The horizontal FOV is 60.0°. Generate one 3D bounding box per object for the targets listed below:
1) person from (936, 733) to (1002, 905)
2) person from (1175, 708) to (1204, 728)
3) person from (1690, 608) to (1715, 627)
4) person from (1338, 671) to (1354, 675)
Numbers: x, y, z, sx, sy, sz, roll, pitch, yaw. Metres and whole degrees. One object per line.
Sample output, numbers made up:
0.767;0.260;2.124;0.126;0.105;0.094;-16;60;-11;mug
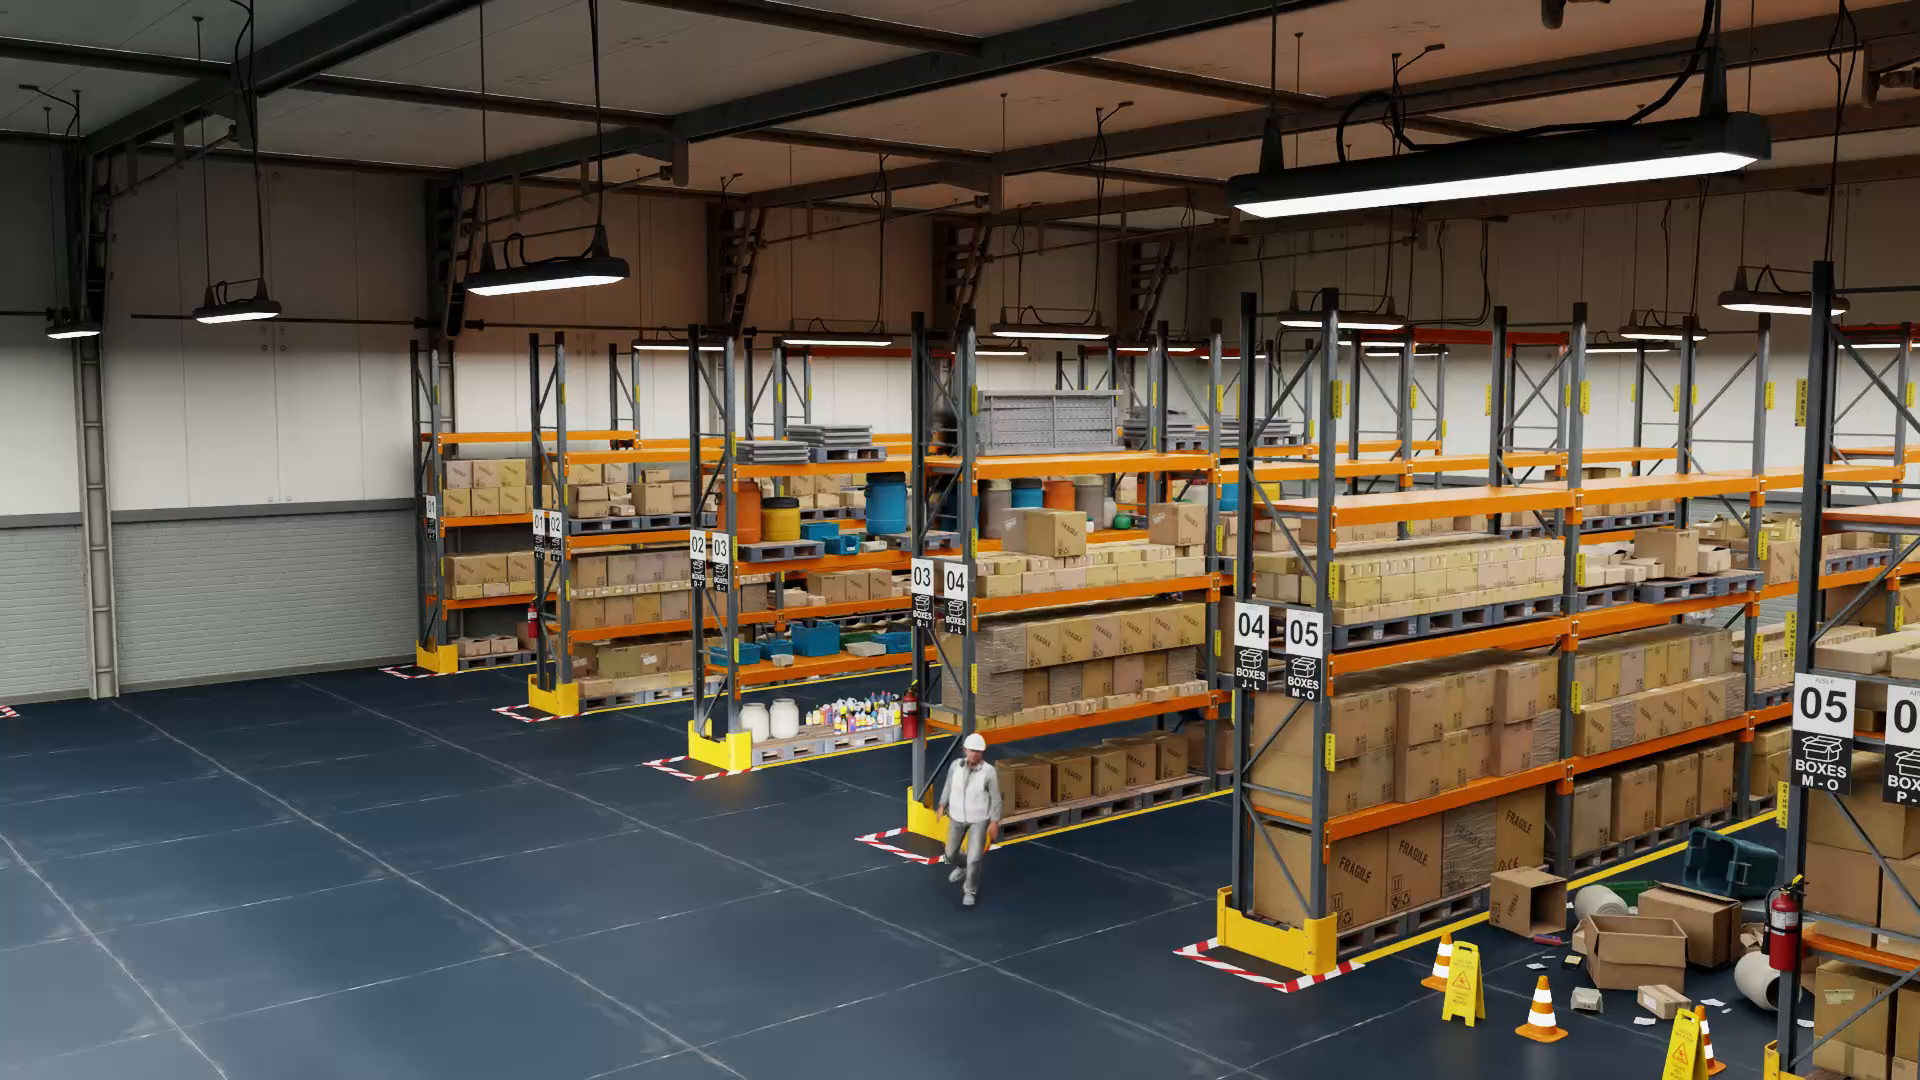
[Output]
0.117;2.756;16.774;0.725;1.719;0.736;2;6;16;person
3.086;2.034;23.638;0.919;1.413;0.661;-1;5;-14;person
13.816;1.463;31.026;0.605;1.703;0.899;-1;5;-8;person
4.717;2.418;20.146;0.700;1.756;0.844;5;7;43;person
